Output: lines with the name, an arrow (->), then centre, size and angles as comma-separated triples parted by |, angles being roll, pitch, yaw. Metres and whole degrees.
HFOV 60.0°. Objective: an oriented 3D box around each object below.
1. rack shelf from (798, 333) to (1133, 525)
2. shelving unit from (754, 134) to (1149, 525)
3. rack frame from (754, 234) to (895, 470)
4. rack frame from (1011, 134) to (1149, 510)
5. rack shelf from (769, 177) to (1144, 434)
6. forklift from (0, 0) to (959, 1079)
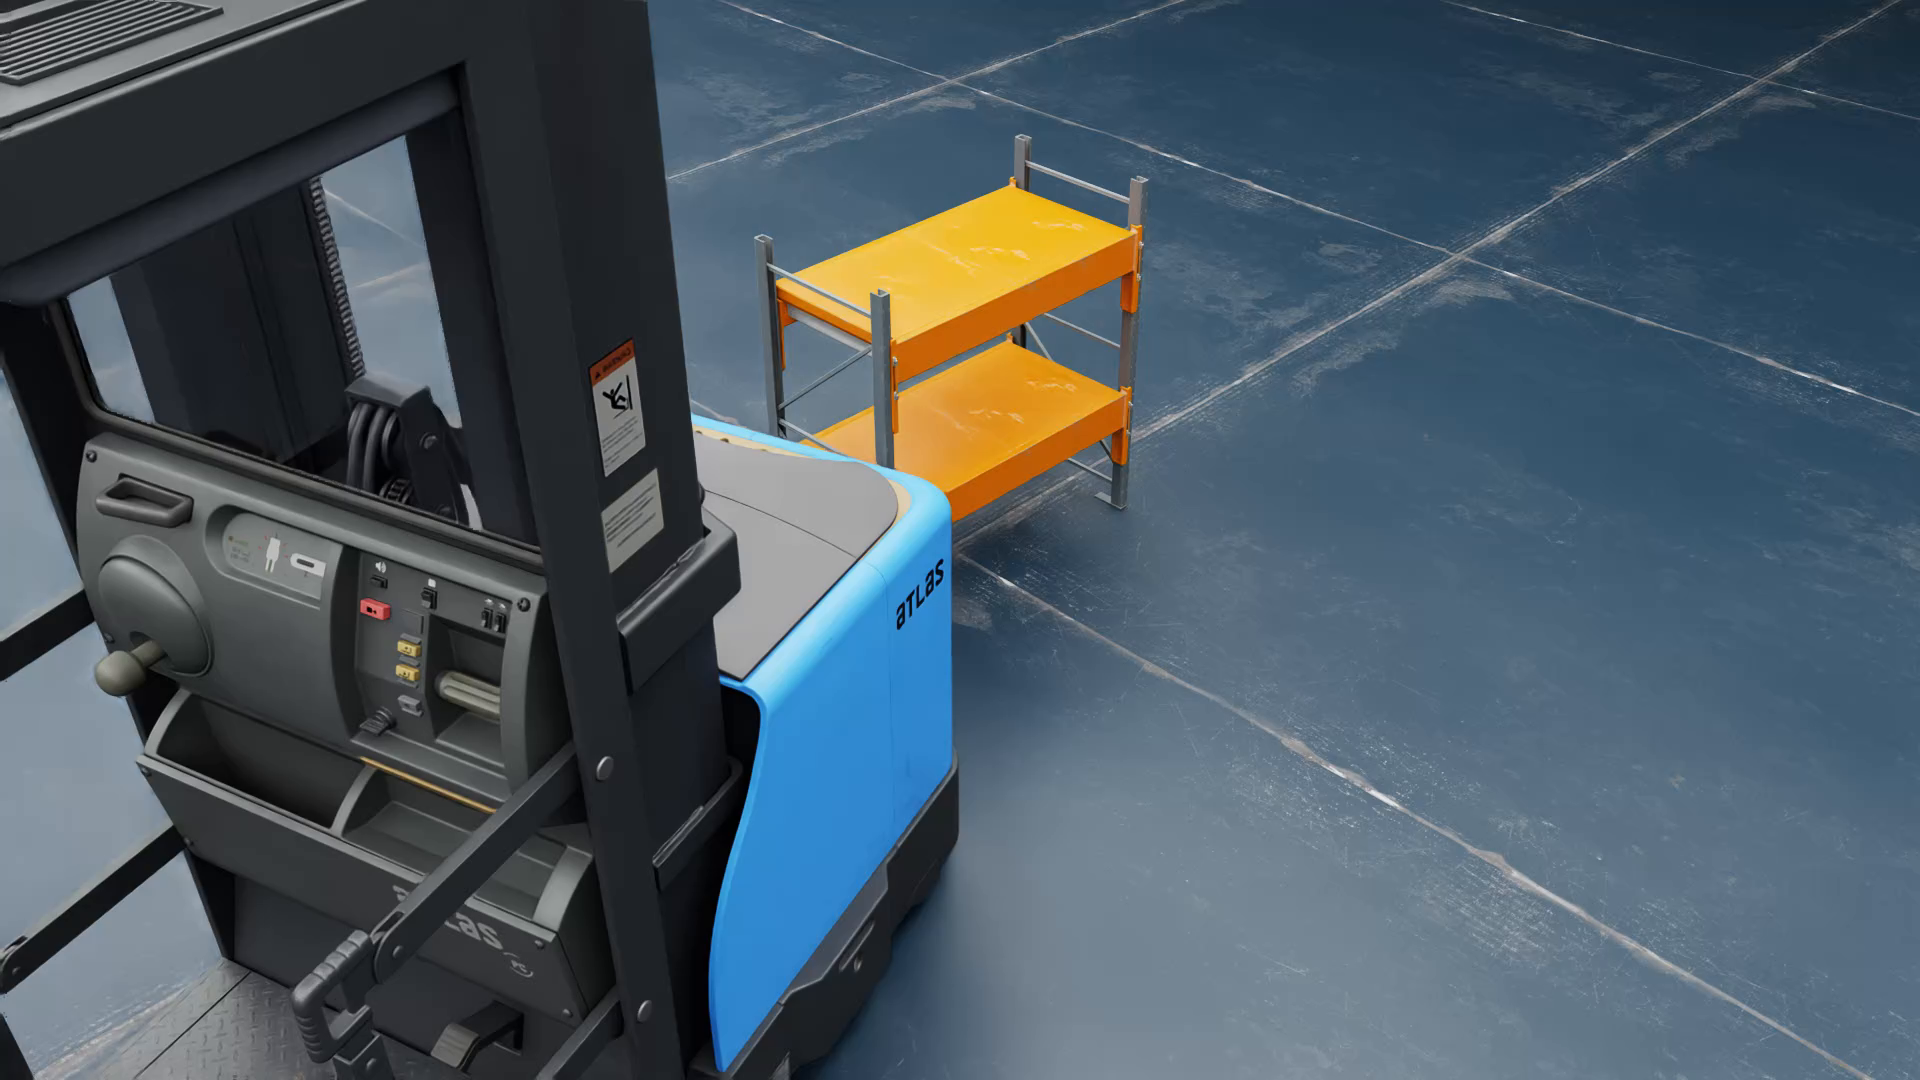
rack shelf -> -0.005, -0.258, 5.064 | 0.538, 0.278, 1.000 | 30, 45, 35
shelving unit -> -0.005, -0.459, 4.924 | 0.538, 1.125, 1.048 | 30, 45, 35
rack frame -> -0.363, -0.252, 4.628 | 0.500, 1.125, 0.032 | 30, 45, 35
rack frame -> 0.353, -0.665, 5.220 | 0.500, 1.125, 0.032 | 30, 45, 35
rack shelf -> -0.005, -0.699, 4.757 | 0.538, 0.278, 1.000 | 30, 45, 35
forklift -> -1.120, 0.186, 2.421 | 1.130, 2.935, 3.031 | 16, 38, 22
